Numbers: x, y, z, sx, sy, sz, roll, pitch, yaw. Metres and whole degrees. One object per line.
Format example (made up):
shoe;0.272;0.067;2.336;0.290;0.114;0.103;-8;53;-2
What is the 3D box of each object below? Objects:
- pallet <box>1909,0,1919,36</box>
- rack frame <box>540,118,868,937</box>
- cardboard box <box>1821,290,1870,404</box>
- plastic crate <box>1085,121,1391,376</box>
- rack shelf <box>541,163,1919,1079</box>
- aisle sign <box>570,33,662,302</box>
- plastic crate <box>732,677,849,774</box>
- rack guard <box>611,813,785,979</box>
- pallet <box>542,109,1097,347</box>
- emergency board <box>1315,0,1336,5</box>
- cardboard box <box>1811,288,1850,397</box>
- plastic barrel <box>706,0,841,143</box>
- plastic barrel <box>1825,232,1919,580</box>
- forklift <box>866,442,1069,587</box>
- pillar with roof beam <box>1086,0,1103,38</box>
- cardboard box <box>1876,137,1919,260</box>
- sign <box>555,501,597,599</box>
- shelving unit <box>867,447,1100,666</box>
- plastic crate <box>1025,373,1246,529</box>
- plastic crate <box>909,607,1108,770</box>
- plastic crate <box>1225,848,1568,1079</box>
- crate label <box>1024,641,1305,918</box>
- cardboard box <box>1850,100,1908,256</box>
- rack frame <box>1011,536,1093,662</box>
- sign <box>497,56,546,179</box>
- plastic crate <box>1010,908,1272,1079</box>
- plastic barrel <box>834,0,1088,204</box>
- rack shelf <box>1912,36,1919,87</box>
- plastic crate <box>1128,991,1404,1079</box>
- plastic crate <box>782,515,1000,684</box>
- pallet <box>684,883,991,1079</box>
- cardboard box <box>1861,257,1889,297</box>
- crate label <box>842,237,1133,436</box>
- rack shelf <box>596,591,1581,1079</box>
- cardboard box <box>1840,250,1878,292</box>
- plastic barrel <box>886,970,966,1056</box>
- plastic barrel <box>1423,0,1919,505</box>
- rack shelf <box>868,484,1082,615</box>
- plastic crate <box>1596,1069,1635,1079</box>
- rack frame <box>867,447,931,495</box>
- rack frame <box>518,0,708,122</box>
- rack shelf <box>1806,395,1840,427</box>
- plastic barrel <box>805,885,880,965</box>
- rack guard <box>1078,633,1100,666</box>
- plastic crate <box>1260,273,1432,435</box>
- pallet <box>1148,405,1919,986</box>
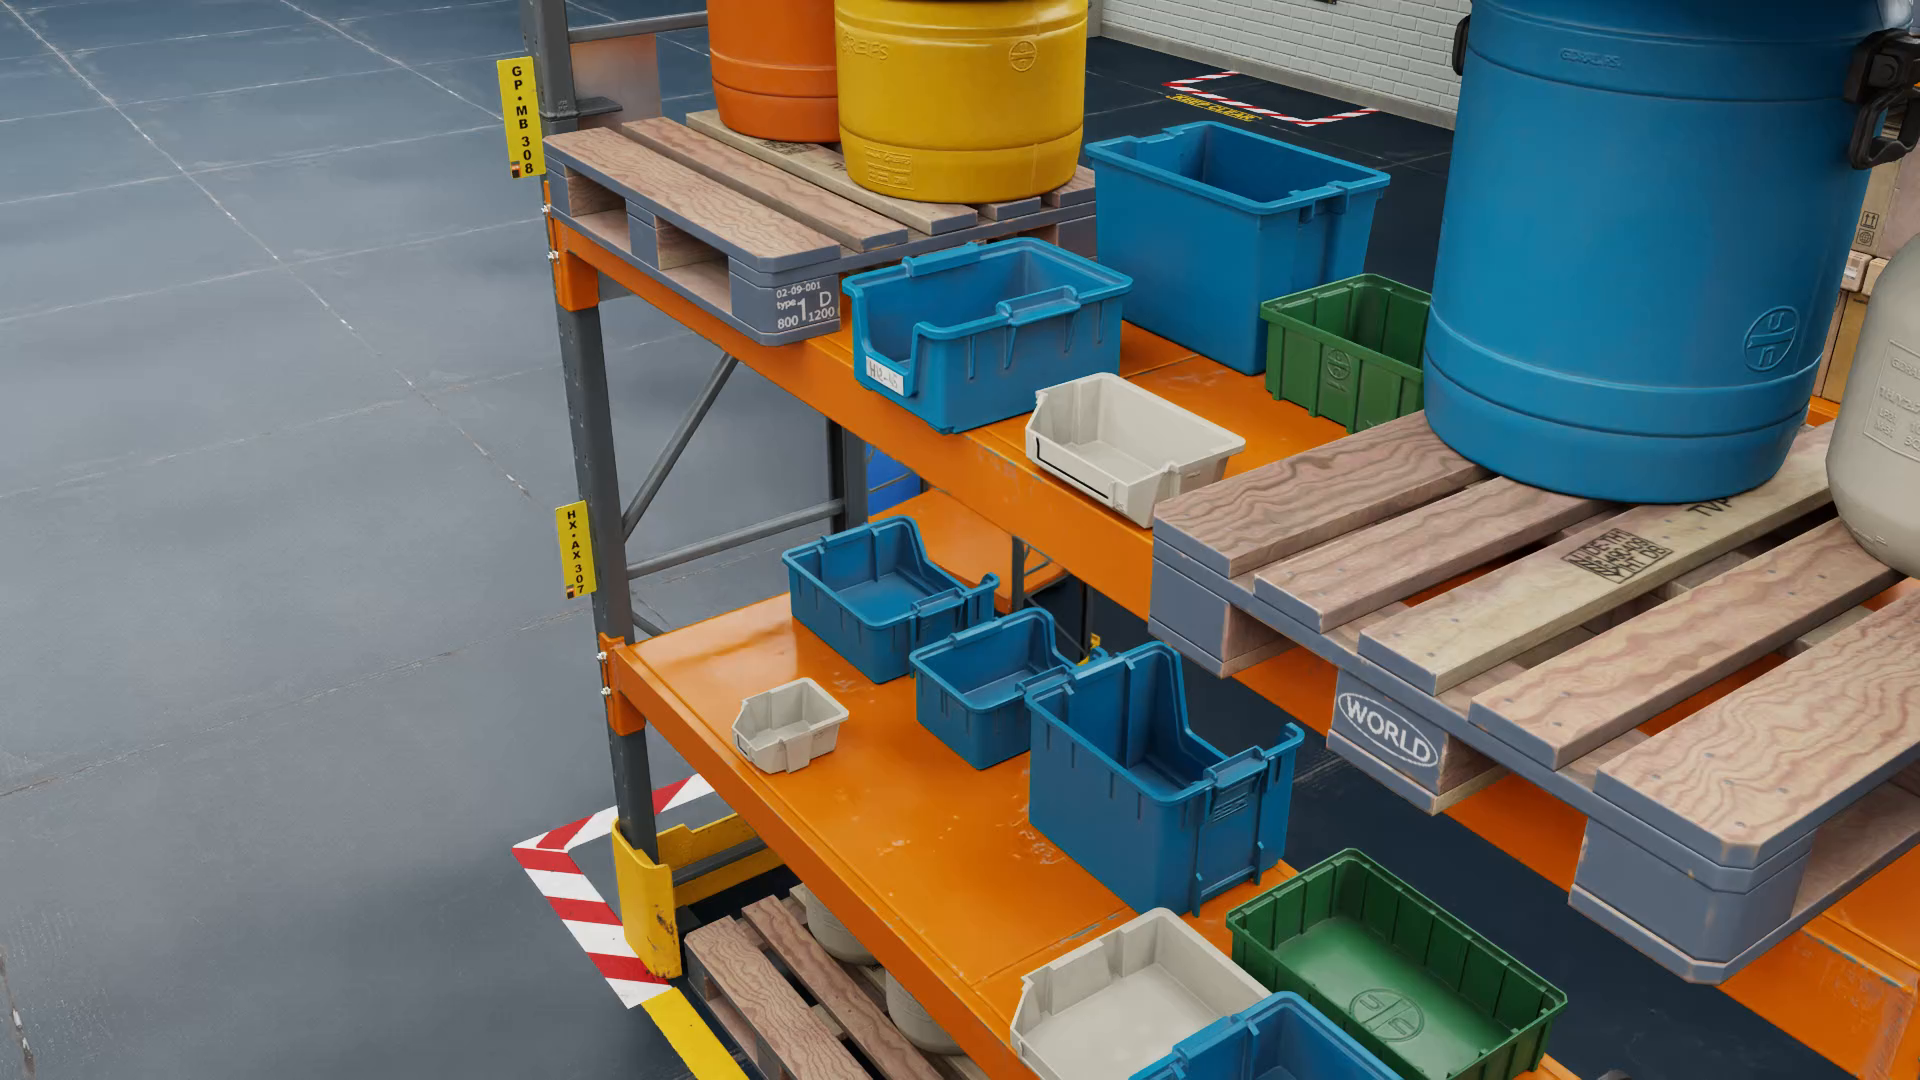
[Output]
pallet;3.664;-2.363;6.908;1.003;0.211;1.213;-19;34;-31
rack frame;-0.762;0.004;5.600;1.000;3.000;0.127;-19;34;-31
cardboard box;4.127;-0.827;7.026;0.700;0.500;0.500;-19;34;-30
plastic crate;0.589;-0.649;3.676;0.392;0.384;0.575;-19;34;-31
rack shelf;0.398;-0.221;3.624;1.077;0.370;4.000;-19;34;-31
aisle sign;-1.042;-1.085;4.882;0.394;0.787;0.004;-19;34;-31
plastic crate;-0.505;0.557;4.858;0.298;0.136;0.250;-19;34;-31
rack guard;-0.680;1.119;6.166;1.175;0.500;0.348;-19;34;-31
pallet;-0.362;-0.883;4.287;1.003;0.211;1.213;-19;34;-31
emergency board;3.546;-6.018;16.689;0.157;1.169;0.626;-19;34;-31
cardboard box;3.844;-1.022;7.384;0.700;0.500;0.500;-18;33;-29
plastic barrel;-0.377;-1.534;4.398;0.600;0.830;0.708;-19;34;-31
plastic barrel;1.468;-0.215;2.302;0.421;0.512;0.421;0;29;0
forklift;0.031;-1.716;8.839;1.130;2.935;3.031;0;29;1
pillar with roof beam;-2.049;-8.816;15.553;9.100;9.000;0.400;-19;34;-31
cardboard box;4.169;-1.376;6.676;0.700;0.500;0.500;-19;34;-30
sign;-1.213;0.033;5.256;0.100;0.325;0.005;-19;34;-31
shelving unit;0.044;-0.083;7.332;1.083;1.500;0.587;25;37;38
plastic crate;0.298;-0.155;3.026;0.243;0.136;0.396;-19;34;-31
plastic crate;0.144;0.435;4.962;0.499;0.251;0.408;-19;34;-31
plastic crate;1.001;1.046;3.903;0.450;0.188;0.662;-19;34;-31
crate label;0.526;0.629;4.412;0.502;0.435;0.616;-19;34;-31
cardboard box;3.876;-1.571;7.036;0.700;0.500;0.500;-20;34;-32
rack frame;0.399;0.084;7.023;0.032;1.500;0.500;25;37;38
sign;-1.213;-1.168;4.605;0.100;0.325;0.005;-19;34;-31
plastic crate;0.410;1.114;3.833;0.530;0.136;0.437;-19;34;-31
plastic barrel;0.003;-1.173;3.988;0.600;0.588;0.600;0;29;0
rack shelf;4.435;-1.590;6.146;1.077;0.370;4.000;-19;34;-31
plastic crate;0.695;1.269;3.426;0.499;0.251;0.616;-19;34;-31
plastic crate;-0.228;0.181;5.430;0.499;0.251;0.616;-19;34;-31
pallet;-0.213;1.563;5.651;1.003;0.211;1.213;-19;34;-31
cardboard box;3.927;-1.082;6.815;0.380;0.149;0.250;-20;34;-32
crate label;0.055;-0.430;3.411;0.502;0.251;0.408;-19;34;-31
rack shelf;0.398;1.098;4.340;1.077;0.370;4.000;-19;34;-31
cardboard box;3.771;-1.185;7.004;0.380;0.149;0.250;-19;34;-31
plastic barrel;-0.027;1.342;5.302;0.421;0.512;0.421;0;29;0
plastic barrel;1.068;-0.581;2.568;0.600;0.901;0.708;-19;34;-31
rack shelf;0.037;0.072;7.423;1.000;0.185;0.538;25;37;38
plastic crate;1.358;1.347;3.191;0.767;0.338;0.504;-19;34;-31
rack frame;-0.325;-0.257;7.651;0.032;1.500;0.500;25;37;38
rack frame;-0.762;-2.632;4.168;1.000;3.000;0.127;-19;34;-31
rack shelf;4.435;-0.272;6.862;1.077;0.370;4.000;-19;34;-31
plastic barrel;-0.318;1.147;5.661;0.421;0.512;0.421;0;29;0
rack guard;0.398;0.633;7.322;0.087;0.250;0.587;25;37;38
plastic crate;0.865;-0.355;3.339;0.336;0.188;0.450;-19;34;-31
pallet;1.060;0.070;2.532;1.213;0.211;1.003;-19;34;-31
